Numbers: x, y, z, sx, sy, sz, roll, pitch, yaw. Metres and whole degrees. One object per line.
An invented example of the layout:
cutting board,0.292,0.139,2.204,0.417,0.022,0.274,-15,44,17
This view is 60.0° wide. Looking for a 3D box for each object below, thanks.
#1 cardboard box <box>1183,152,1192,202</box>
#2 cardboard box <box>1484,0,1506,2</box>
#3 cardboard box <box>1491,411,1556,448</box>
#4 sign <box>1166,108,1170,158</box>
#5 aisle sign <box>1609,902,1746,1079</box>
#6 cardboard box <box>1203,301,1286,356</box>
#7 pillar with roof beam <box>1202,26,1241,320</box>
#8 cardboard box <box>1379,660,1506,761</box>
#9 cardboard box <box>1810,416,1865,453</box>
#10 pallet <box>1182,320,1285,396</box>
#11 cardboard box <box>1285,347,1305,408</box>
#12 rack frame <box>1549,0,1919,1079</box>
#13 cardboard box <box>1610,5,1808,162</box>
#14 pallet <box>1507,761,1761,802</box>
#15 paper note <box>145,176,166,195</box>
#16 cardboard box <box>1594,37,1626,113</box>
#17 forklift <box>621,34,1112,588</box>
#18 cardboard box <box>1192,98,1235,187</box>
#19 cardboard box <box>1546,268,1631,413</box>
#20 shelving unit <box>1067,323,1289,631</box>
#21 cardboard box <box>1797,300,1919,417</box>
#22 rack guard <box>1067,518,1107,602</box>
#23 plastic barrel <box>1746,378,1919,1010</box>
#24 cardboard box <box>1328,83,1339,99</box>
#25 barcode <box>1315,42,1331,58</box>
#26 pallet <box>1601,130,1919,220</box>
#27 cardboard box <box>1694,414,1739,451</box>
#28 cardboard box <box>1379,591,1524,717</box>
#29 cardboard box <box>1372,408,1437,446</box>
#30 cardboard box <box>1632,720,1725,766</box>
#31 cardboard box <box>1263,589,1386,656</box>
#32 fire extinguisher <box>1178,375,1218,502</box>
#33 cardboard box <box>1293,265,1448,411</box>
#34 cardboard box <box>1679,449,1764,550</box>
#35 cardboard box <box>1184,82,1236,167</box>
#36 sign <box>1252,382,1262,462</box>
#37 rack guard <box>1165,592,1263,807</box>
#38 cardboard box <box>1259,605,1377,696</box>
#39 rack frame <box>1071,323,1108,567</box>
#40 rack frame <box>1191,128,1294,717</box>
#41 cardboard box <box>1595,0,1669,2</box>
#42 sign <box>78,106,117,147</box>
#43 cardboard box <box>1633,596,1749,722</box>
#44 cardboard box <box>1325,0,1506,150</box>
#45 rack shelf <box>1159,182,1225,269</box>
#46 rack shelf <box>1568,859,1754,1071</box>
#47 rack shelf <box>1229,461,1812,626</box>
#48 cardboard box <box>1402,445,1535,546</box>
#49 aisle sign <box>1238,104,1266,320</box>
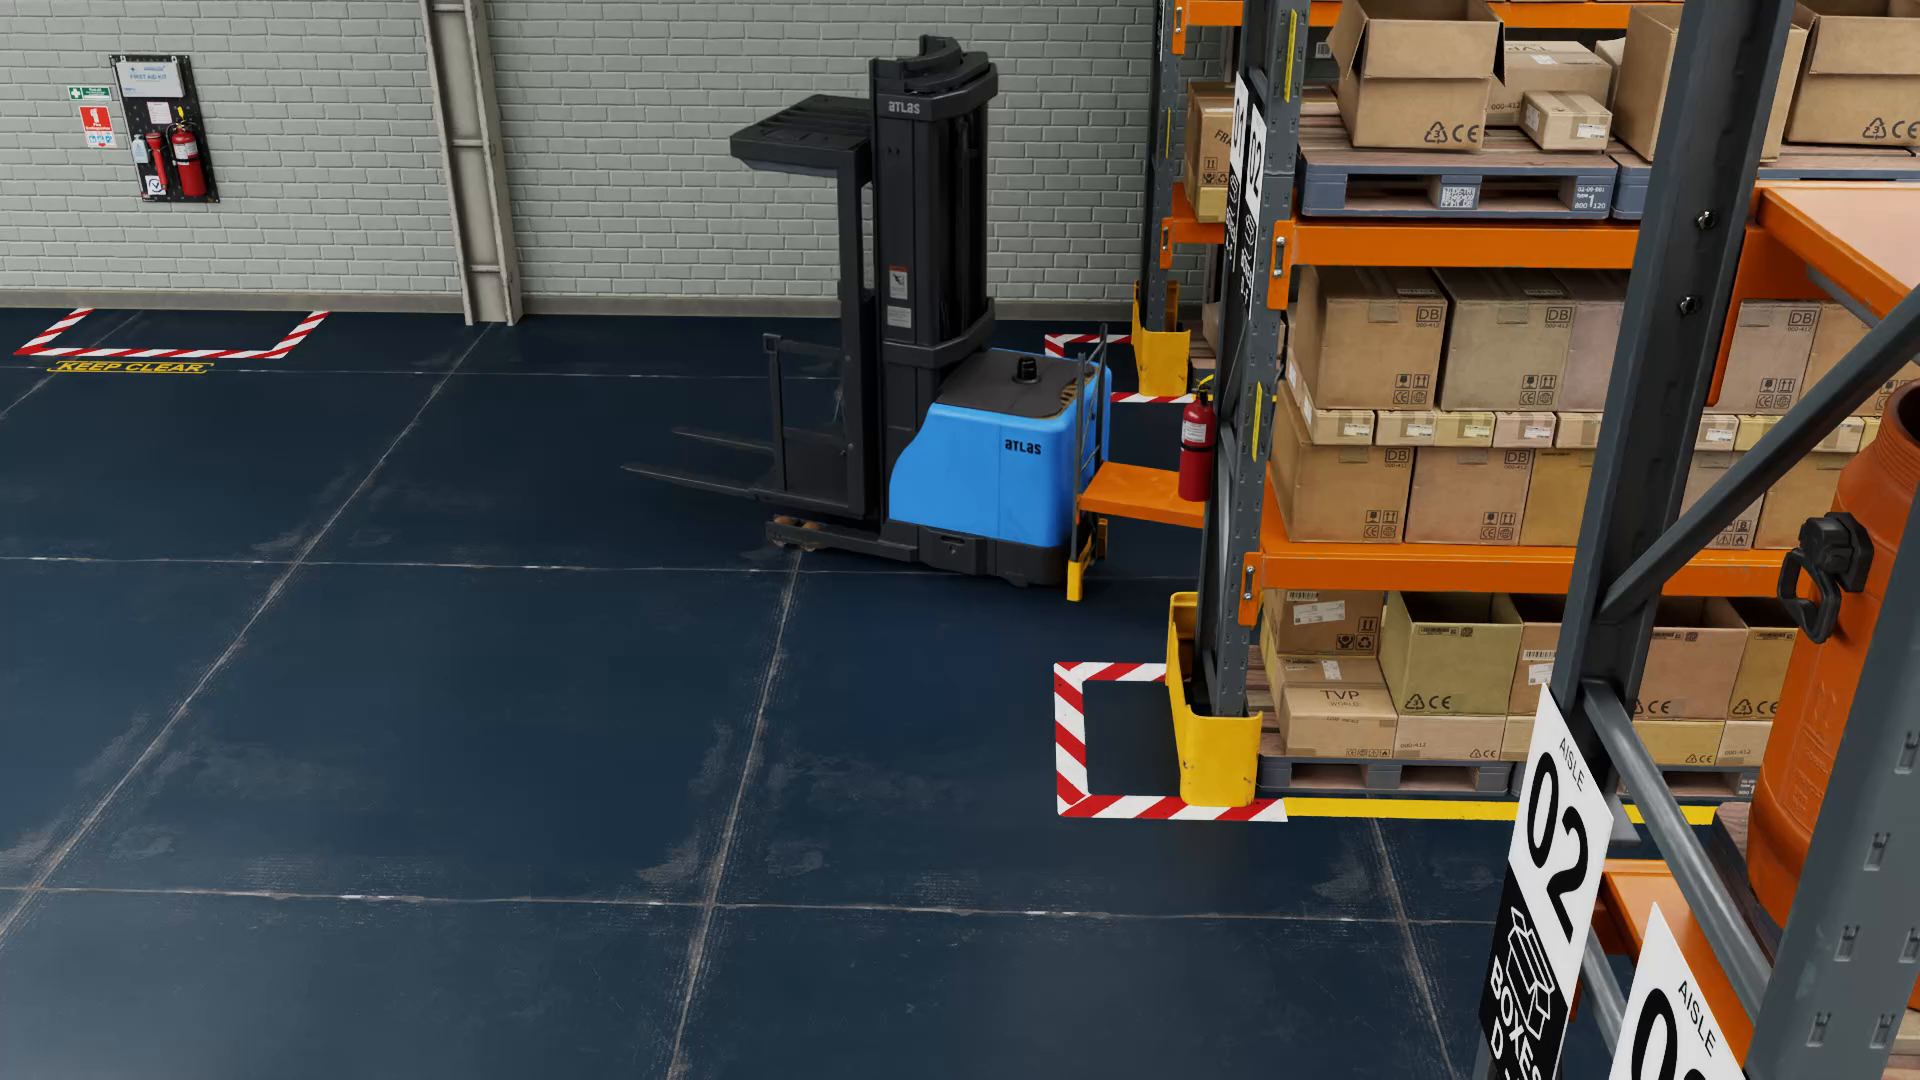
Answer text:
cardboard box,1.915,-2.681,12.243,0.500,0.250,0.500,1,28,3
cardboard box,3.357,-3.880,11.035,0.500,0.500,0.500,3,28,5
cardboard box,2.420,-0.547,7.279,0.250,0.149,0.380,1,28,1
sign,1.422,-2.783,11.374,0.005,0.325,0.100,1,28,2
aisle sign,1.009,0.970,2.443,0.004,0.787,0.394,1,28,2
cardboard box,2.129,-1.608,12.481,0.500,0.311,0.500,-2,28,-4
pillar with roof beam,2.019,-3.684,7.591,0.400,9.000,9.100,1,28,2
cardboard box,2.298,0.813,8.002,0.500,0.250,0.500,1,28,2
cardboard box,3.719,-0.527,7.242,0.250,0.149,0.380,2,28,3
pallet,2.327,-1.392,12.650,1.213,0.211,1.003,1,28,2
cardboard box,1.658,-0.750,7.663,0.250,0.149,0.380,0,28,1
rack frame,1.091,-0.668,1.903,0.127,3.000,1.000,1,28,2
cardboard box,2.920,-1.798,6.531,0.500,0.500,0.500,1,28,2
pallet,3.252,0.910,8.307,1.213,0.211,1.003,1,28,2
paper note,-6.468,-2.852,13.368,0.142,0.148,0.016,1,28,2
cardboard box,2.986,-1.965,7.048,0.500,0.311,0.500,4,28,8
forklift,-0.647,-1.448,9.852,3.031,2.935,1.130,11,30,19
cardboard box,1.907,-2.780,11.630,0.500,0.500,0.500,1,28,2
cardboard box,2.818,-0.925,7.300,0.500,0.500,0.700,1,28,2
shelving unit,1.219,-0.363,9.334,1.083,1.500,0.587,9,29,17
cardboard box,3.818,-0.908,7.269,0.500,0.500,0.700,1,28,2
rack guard,0.750,0.111,9.774,0.087,0.250,0.587,9,29,17
plastic barrel,1.581,0.230,2.504,0.708,0.830,0.600,1,28,2
cardboard box,2.939,-3.001,12.047,0.500,0.500,0.500,0,28,0
barcode,1.588,-2.139,7.260,0.075,0.075,0.001,1,28,2
pallet,3.198,-1.580,6.919,1.213,0.211,1.003,1,28,2
cardboard box,3.190,-0.534,7.255,0.250,0.149,0.380,1,28,2
cardboard box,2.298,0.482,7.825,0.500,0.500,0.500,1,28,2
cardboard box,1.918,-0.557,7.298,0.250,0.149,0.380,0,28,0
cardboard box,3.297,0.832,7.966,0.500,0.250,0.500,1,28,2
cardboard box,1.816,0.231,8.298,0.500,0.500,0.500,1,28,2
fire extinguisher,1.168,-0.521,8.114,0.183,0.674,0.296,1,28,2
cardboard box,1.789,-0.939,7.327,0.500,0.500,0.700,1,28,2
cardboard box,3.283,-0.342,7.587,0.500,0.500,0.700,2,28,3
cardboard box,1.919,-3.021,12.084,0.500,0.500,0.500,1,28,1
sign,1.244,-0.494,6.970,0.005,0.325,0.100,1,28,2
rack guard,1.246,0.768,8.268,0.348,0.500,1.175,1,28,2
cardboard box,1.816,0.564,8.471,0.500,0.250,0.500,1,28,2
rack frame,0.732,-0.444,9.487,0.032,1.500,0.500,9,29,17
rack frame,1.270,-0.336,7.682,0.127,3.000,1.000,1,28,2
cardboard box,4.420,-3.874,11.025,0.500,0.500,0.500,-1,28,-3
sign,-6.843,-3.279,13.196,0.234,0.329,0.001,1,28,2
cardboard box,3.297,0.501,7.789,0.500,0.500,0.500,1,28,2
cardboard box,1.844,-1.943,6.802,0.637,0.503,0.797,3,28,5
rack shelf,3.440,-2.304,12.162,4.000,0.370,1.077,1,28,2
rack shelf,3.090,1.008,2.712,4.000,0.370,1.077,1,28,2
rack shelf,3.268,0.015,7.788,4.000,0.370,1.077,1,28,2
cardboard box,2.261,-0.360,7.620,0.500,0.500,0.700,2,28,3
aisle sign,1.193,-1.343,6.804,0.004,0.787,0.394,1,28,2
